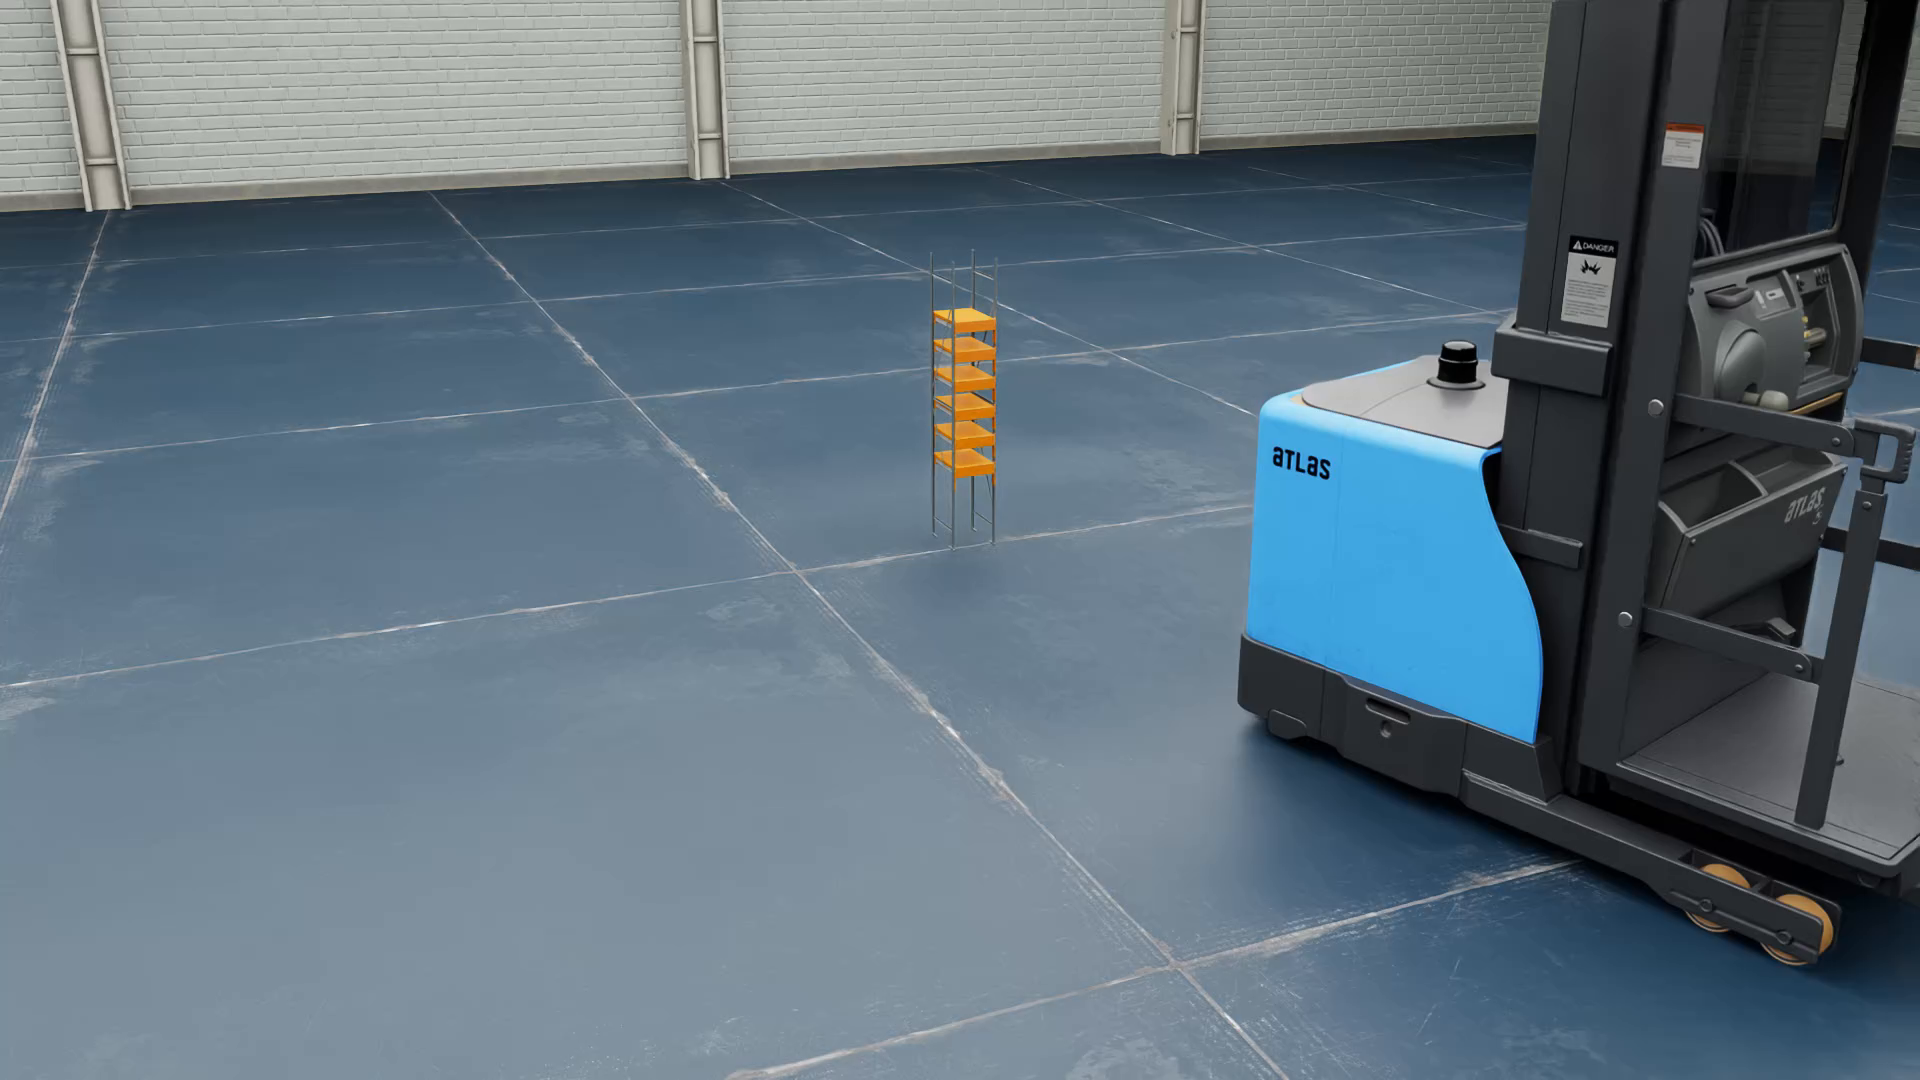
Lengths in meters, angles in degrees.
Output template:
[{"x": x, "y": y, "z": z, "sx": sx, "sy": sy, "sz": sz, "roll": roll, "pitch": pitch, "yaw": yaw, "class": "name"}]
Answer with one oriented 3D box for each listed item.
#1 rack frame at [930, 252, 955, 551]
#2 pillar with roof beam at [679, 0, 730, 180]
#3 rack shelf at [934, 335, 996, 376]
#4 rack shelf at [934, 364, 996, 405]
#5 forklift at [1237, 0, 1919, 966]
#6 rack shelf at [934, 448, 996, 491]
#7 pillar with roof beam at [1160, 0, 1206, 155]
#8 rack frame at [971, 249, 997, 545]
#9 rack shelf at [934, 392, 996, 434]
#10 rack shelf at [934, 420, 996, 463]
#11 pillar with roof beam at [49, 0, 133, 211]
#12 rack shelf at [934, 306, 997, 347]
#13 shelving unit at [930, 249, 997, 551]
[{"x": -0.071, "y": -0.556, "z": 6.794, "sx": 0.006, "sy": 1.200, "sz": 0.240, "roll": -8, "pitch": 21, "yaw": -22, "class": "rack frame"}, {"x": -1.076, "y": -6.956, "z": 13.229, "sx": 0.400, "sy": 9.000, "sz": 9.100, "roll": -8, "pitch": 21, "yaw": -22, "class": "pillar with roof beam"}, {"x": 0.013, "y": -0.752, "z": 6.763, "sx": 0.180, "sy": 0.103, "sz": 0.258, "roll": -8, "pitch": 21, "yaw": -22, "class": "rack shelf"}, {"x": 0.013, "y": -0.639, "z": 6.803, "sx": 0.180, "sy": 0.103, "sz": 0.258, "roll": -8, "pitch": 21, "yaw": -22, "class": "rack shelf"}, {"x": 2.236, "y": -0.533, "z": 4.123, "sx": 1.130, "sy": 2.935, "sz": 3.031, "roll": -16, "pitch": 25, "yaw": -38, "class": "forklift"}, {"x": 0.013, "y": -0.300, "z": 6.923, "sx": 0.180, "sy": 0.103, "sz": 0.258, "roll": -8, "pitch": 21, "yaw": -22, "class": "rack shelf"}, {"x": 4.433, "y": -7.746, "z": 15.471, "sx": 0.400, "sy": 9.000, "sz": 9.100, "roll": -8, "pitch": 21, "yaw": -22, "class": "pillar with roof beam"}, {"x": 0.097, "y": -0.580, "z": 6.862, "sx": 0.006, "sy": 1.200, "sz": 0.240, "roll": -8, "pitch": 21, "yaw": -22, "class": "rack frame"}, {"x": 0.013, "y": -0.526, "z": 6.843, "sx": 0.180, "sy": 0.103, "sz": 0.258, "roll": -8, "pitch": 21, "yaw": -22, "class": "rack shelf"}, {"x": 0.013, "y": -0.413, "z": 6.883, "sx": 0.180, "sy": 0.103, "sz": 0.258, "roll": -8, "pitch": 21, "yaw": -22, "class": "rack shelf"}, {"x": -6.586, "y": -6.167, "z": 10.987, "sx": 0.400, "sy": 9.000, "sz": 9.100, "roll": -8, "pitch": 21, "yaw": -22, "class": "pillar with roof beam"}, {"x": 0.013, "y": -0.866, "z": 6.723, "sx": 0.180, "sy": 0.103, "sz": 0.258, "roll": -8, "pitch": 21, "yaw": -22, "class": "rack shelf"}, {"x": 0.013, "y": -0.568, "z": 6.828, "sx": 0.189, "sy": 1.200, "sz": 0.258, "roll": -8, "pitch": 21, "yaw": -22, "class": "shelving unit"}]
